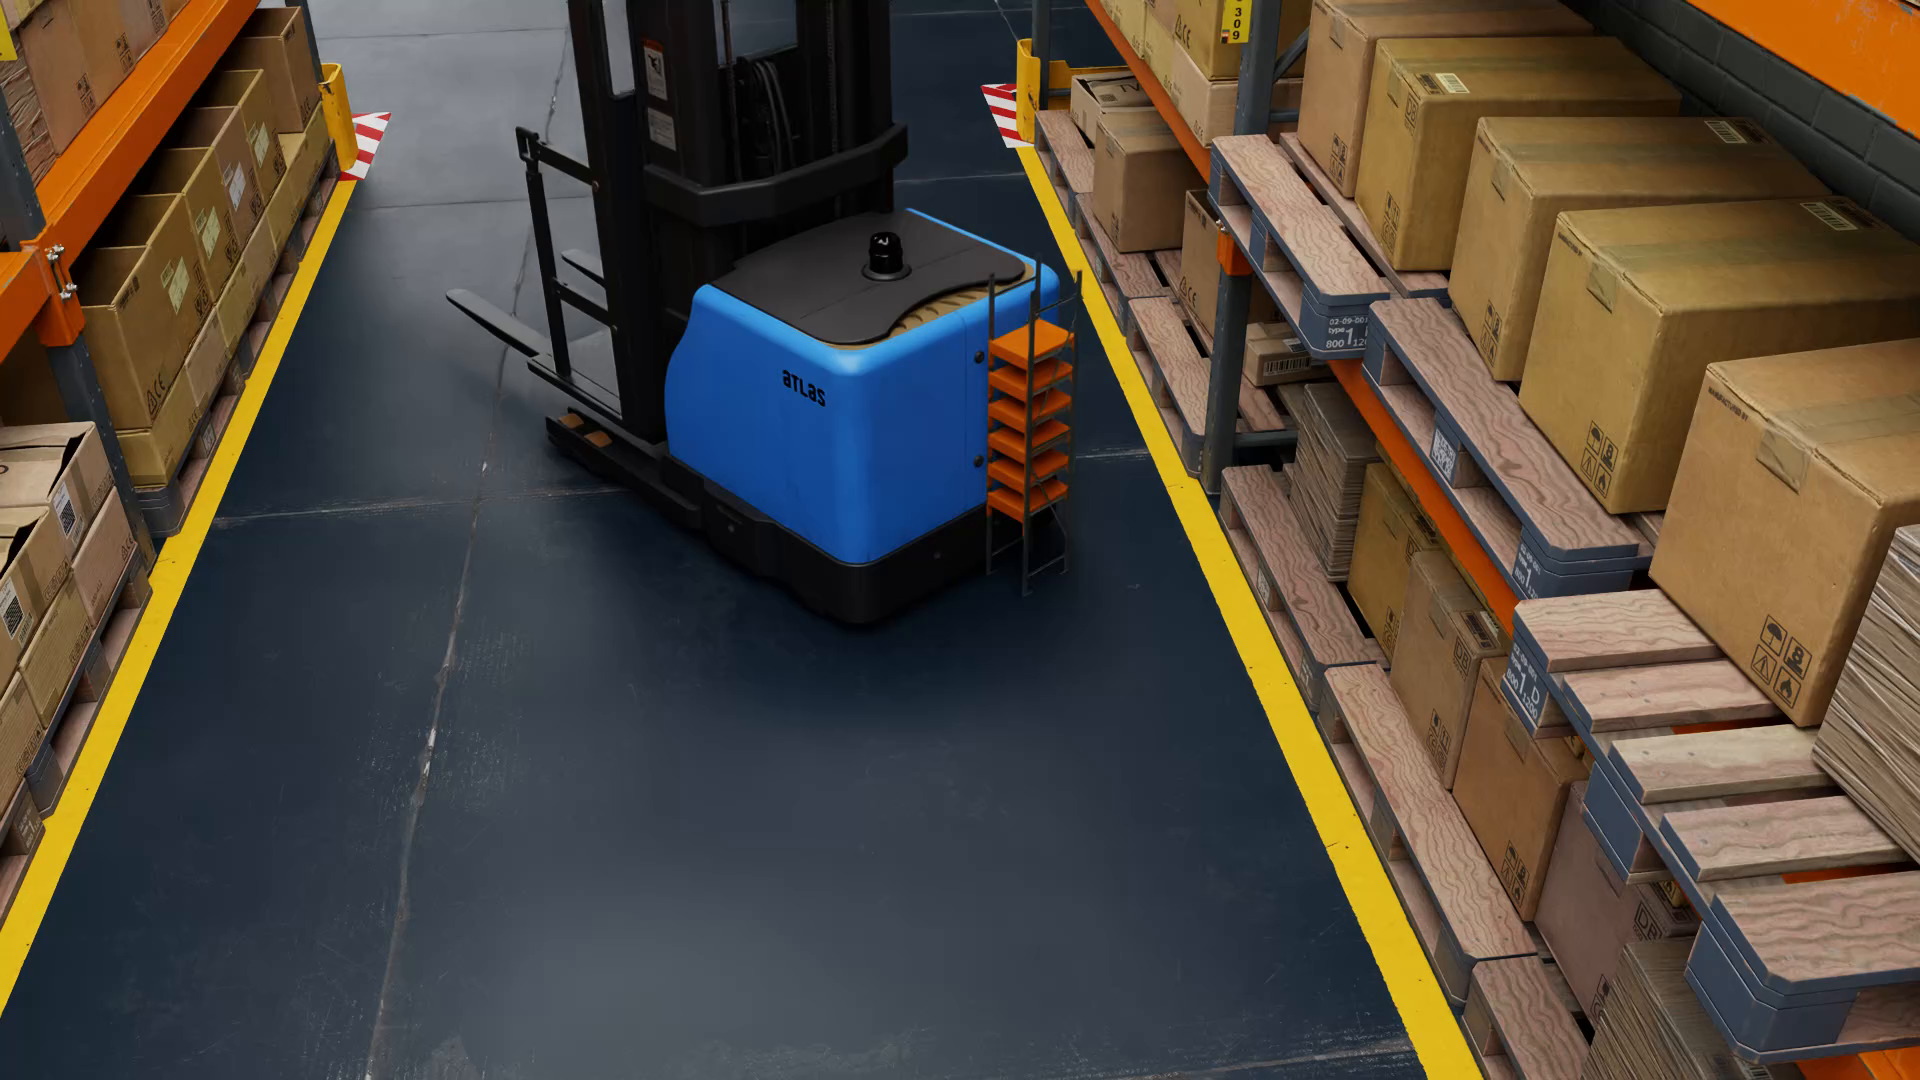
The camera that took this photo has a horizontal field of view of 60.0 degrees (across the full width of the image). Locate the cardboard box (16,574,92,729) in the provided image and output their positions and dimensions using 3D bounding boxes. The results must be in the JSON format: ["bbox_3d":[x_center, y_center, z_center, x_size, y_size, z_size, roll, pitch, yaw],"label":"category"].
[{"bbox_3d":[-3.046,0.354,5.136,0.500,0.250,0.500,-5,35,-7],"label":"cardboard box"}]

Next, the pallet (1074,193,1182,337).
[{"bbox_3d":[1.161,-1.380,8.088,1.003,0.211,1.213,-4,35,-6],"label":"pallet"}]

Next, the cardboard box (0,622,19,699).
[{"bbox_3d":[-2.975,0.403,4.566,0.500,0.311,0.500,-4,35,-7],"label":"cardboard box"}]

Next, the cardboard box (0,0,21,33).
[{"bbox_3d":[-3.333,-1.715,5.438,0.380,0.149,0.250,-4,34,-6],"label":"cardboard box"}]

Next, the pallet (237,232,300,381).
[{"bbox_3d":[-3.688,-1.078,7.644,1.003,0.211,1.213,-4,35,-6],"label":"pallet"}]

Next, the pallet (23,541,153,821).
[{"bbox_3d":[-3.317,0.460,5.388,1.003,0.211,1.213,-4,35,-6],"label":"pallet"}]

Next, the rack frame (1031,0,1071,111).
[{"bbox_3d":[0.915,-3.710,9.031,1.000,3.000,0.127,-4,35,-6],"label":"rack frame"}]

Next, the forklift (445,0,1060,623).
[{"bbox_3d":[-1.026,-1.659,6.081,1.130,2.935,3.031,-29,44,-35],"label":"forklift"}]

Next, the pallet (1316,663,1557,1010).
[{"bbox_3d":[1.727,0.791,4.902,1.003,0.211,1.213,-4,35,-6],"label":"pallet"}]

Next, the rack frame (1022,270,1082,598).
[{"bbox_3d":[0.310,-0.336,5.678,0.240,1.200,0.006,-29,44,-35],"label":"rack frame"}]

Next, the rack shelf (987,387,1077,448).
[{"bbox_3d":[0.246,-0.436,5.690,0.258,0.103,0.180,-29,44,-35],"label":"rack shelf"}]

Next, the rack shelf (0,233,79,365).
[{"bbox_3d":[-3.186,0.312,3.767,1.077,0.370,4.000,-4,35,-6],"label":"rack shelf"}]

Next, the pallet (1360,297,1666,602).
[{"bbox_3d":[1.684,-0.268,4.151,1.003,0.211,1.213,-4,35,-6],"label":"pallet"}]

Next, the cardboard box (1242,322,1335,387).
[{"bbox_3d":[1.352,-0.785,6.864,0.380,0.166,0.250,-9,35,-13],"label":"cardboard box"}]

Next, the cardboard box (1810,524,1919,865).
[{"bbox_3d":[1.918,0.269,2.712,0.700,0.500,0.500,-8,35,-12],"label":"cardboard box"}]

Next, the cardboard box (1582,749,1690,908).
[{"bbox_3d":[1.828,0.575,3.906,0.500,0.250,0.500,-4,34,-5],"label":"cardboard box"}]

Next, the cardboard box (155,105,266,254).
[{"bbox_3d":[-3.411,-1.567,7.289,0.500,0.500,0.500,-4,35,-6],"label":"cardboard box"}]

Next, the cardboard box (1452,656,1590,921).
[{"bbox_3d":[1.794,0.636,4.482,0.700,0.500,0.500,-5,35,-7],"label":"cardboard box"}]

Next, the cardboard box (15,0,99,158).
[{"bbox_3d":[-3.598,-1.683,5.968,0.700,0.500,0.500,-5,35,-7],"label":"cardboard box"}]

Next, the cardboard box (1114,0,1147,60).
[{"bbox_3d":[0.948,-2.224,6.965,0.500,0.250,0.500,-5,35,-7],"label":"cardboard box"}]

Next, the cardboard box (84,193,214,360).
[{"bbox_3d":[-3.282,-1.009,6.470,0.500,0.500,0.500,-4,35,-6],"label":"cardboard box"}]

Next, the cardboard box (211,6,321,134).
[{"bbox_3d":[-3.626,-2.404,8.516,0.500,0.500,0.500,-4,35,-6],"label":"cardboard box"}]

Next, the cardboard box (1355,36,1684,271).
[{"bbox_3d":[1.556,-1.102,4.724,0.700,0.500,0.500,-1,34,-1],"label":"cardboard box"}]

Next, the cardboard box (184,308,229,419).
[{"bbox_3d":[-3.279,-0.699,6.681,0.500,0.250,0.500,-4,35,-6],"label":"cardboard box"}]

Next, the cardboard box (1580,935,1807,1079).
[{"bbox_3d":[1.843,1.207,3.644,0.700,0.500,0.500,-4,34,-6],"label":"cardboard box"}]

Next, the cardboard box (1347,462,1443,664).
[{"bbox_3d":[1.688,0.067,5.317,0.700,0.500,0.500,-5,35,-7],"label":"cardboard box"}]

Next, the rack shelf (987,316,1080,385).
[{"bbox_3d":[0.246,-0.634,5.554,0.258,0.103,0.180,-29,44,-35],"label":"rack shelf"}]

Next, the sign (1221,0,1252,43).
[{"bbox_3d":[0.917,-1.791,5.445,0.100,0.325,0.005,-4,35,-6],"label":"sign"}]

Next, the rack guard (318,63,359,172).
[{"bbox_3d":[-3.996,-2.314,9.201,1.175,0.500,0.348,-4,35,-6],"label":"rack guard"}]

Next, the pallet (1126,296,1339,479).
[{"bbox_3d":[1.328,-0.698,7.087,1.003,0.211,1.213,-4,35,-6],"label":"pallet"}]

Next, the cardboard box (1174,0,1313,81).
[{"bbox_3d":[1.083,-1.975,5.934,0.500,0.500,0.500,-4,35,-6],"label":"cardboard box"}]

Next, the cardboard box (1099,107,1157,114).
[{"bbox_3d":[0.996,-2.070,8.621,0.500,0.311,0.500,-2,34,-2],"label":"cardboard box"}]

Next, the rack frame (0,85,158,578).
[{"bbox_3d":[-3.455,-1.101,5.202,1.000,3.000,0.127,-4,35,-6],"label":"rack frame"}]

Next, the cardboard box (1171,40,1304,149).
[{"bbox_3d":[1.089,-1.666,6.146,0.500,0.250,0.500,-4,35,-6],"label":"cardboard box"}]

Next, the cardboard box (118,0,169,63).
[{"bbox_3d":[-3.732,-2.249,6.798,0.700,0.500,0.500,-3,34,-5],"label":"cardboard box"}]

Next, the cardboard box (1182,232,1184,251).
[{"bbox_3d":[1.258,-1.376,7.746,0.380,0.149,0.250,-7,35,-10],"label":"cardboard box"}]

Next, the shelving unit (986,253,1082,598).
[{"bbox_3d":[0.246,-0.373,5.732,0.258,1.200,0.189,-29,44,-35],"label":"shelving unit"}]

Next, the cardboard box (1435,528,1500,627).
[{"bbox_3d":[1.705,0.008,4.738,0.500,0.250,0.500,-5,35,-8],"label":"cardboard box"}]

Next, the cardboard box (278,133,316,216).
[{"bbox_3d":[-3.549,-1.815,8.319,0.500,0.250,0.500,-4,35,-6],"label":"cardboard box"}]

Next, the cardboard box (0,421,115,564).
[{"bbox_3d":[-3.116,-0.166,5.400,0.500,0.311,0.500,-4,35,-6],"label":"cardboard box"}]

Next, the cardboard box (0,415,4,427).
[{"bbox_3d":[-3.734,-0.380,6.213,0.500,0.250,0.500,-4,35,-6],"label":"cardboard box"}]

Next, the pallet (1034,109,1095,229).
[{"bbox_3d":[1.000,-2.060,9.085,1.003,0.211,1.213,-4,35,-6],"label":"pallet"}]

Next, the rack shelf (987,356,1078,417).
[{"bbox_3d":[0.246,-0.535,5.622,0.258,0.103,0.180,-29,44,-35],"label":"rack shelf"}]

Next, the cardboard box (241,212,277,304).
[{"bbox_3d":[-3.414,-1.257,7.500,0.500,0.250,0.500,-4,35,-6],"label":"cardboard box"}]

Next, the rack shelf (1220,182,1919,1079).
[{"bbox_3d":[1.722,-0.065,4.320,1.077,0.370,4.000,-4,35,-6],"label":"rack shelf"}]

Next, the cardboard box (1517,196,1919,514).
[{"bbox_3d":[1.729,-0.424,3.730,0.700,0.500,0.500,-4,35,-6],"label":"cardboard box"}]
